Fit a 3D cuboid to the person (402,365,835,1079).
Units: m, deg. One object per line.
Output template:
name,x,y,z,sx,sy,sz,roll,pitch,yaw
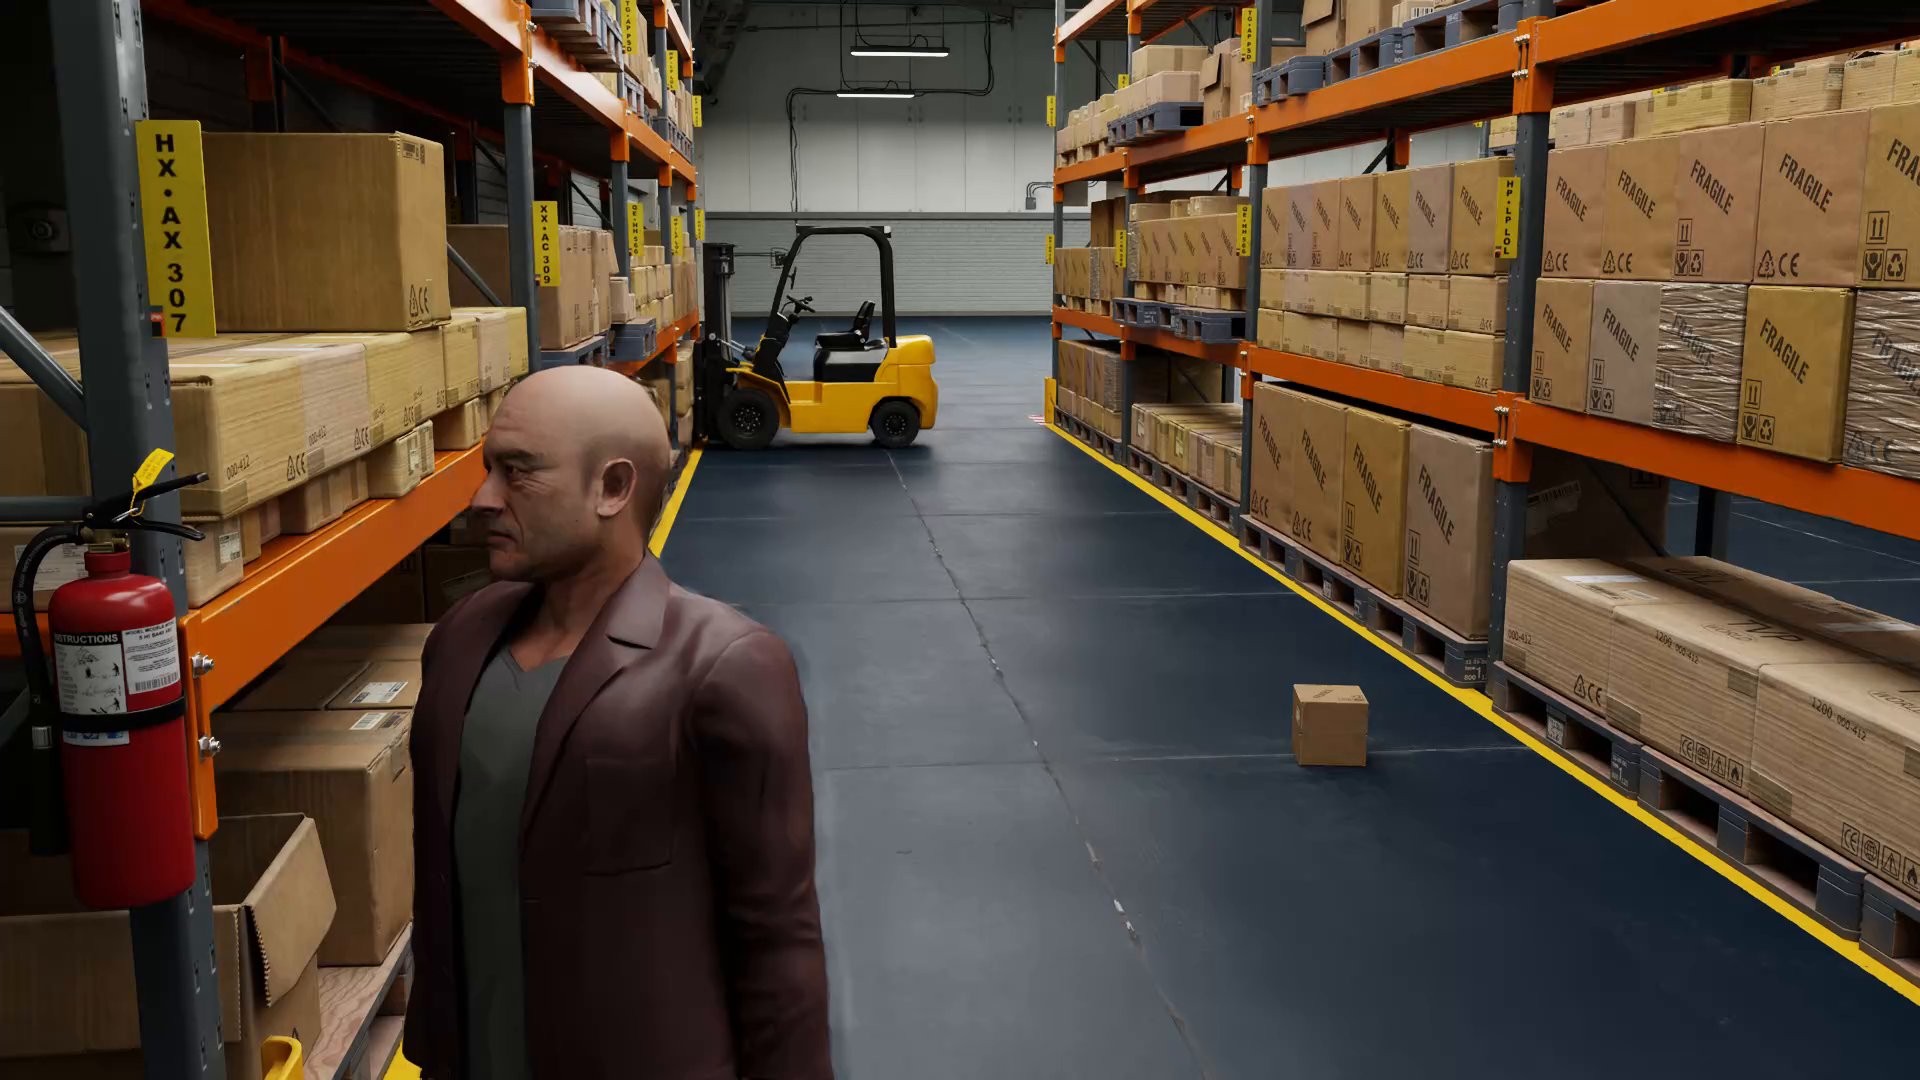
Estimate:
person,-0.422,0.669,2.006,0.615,1.752,0.843,5,11,28
